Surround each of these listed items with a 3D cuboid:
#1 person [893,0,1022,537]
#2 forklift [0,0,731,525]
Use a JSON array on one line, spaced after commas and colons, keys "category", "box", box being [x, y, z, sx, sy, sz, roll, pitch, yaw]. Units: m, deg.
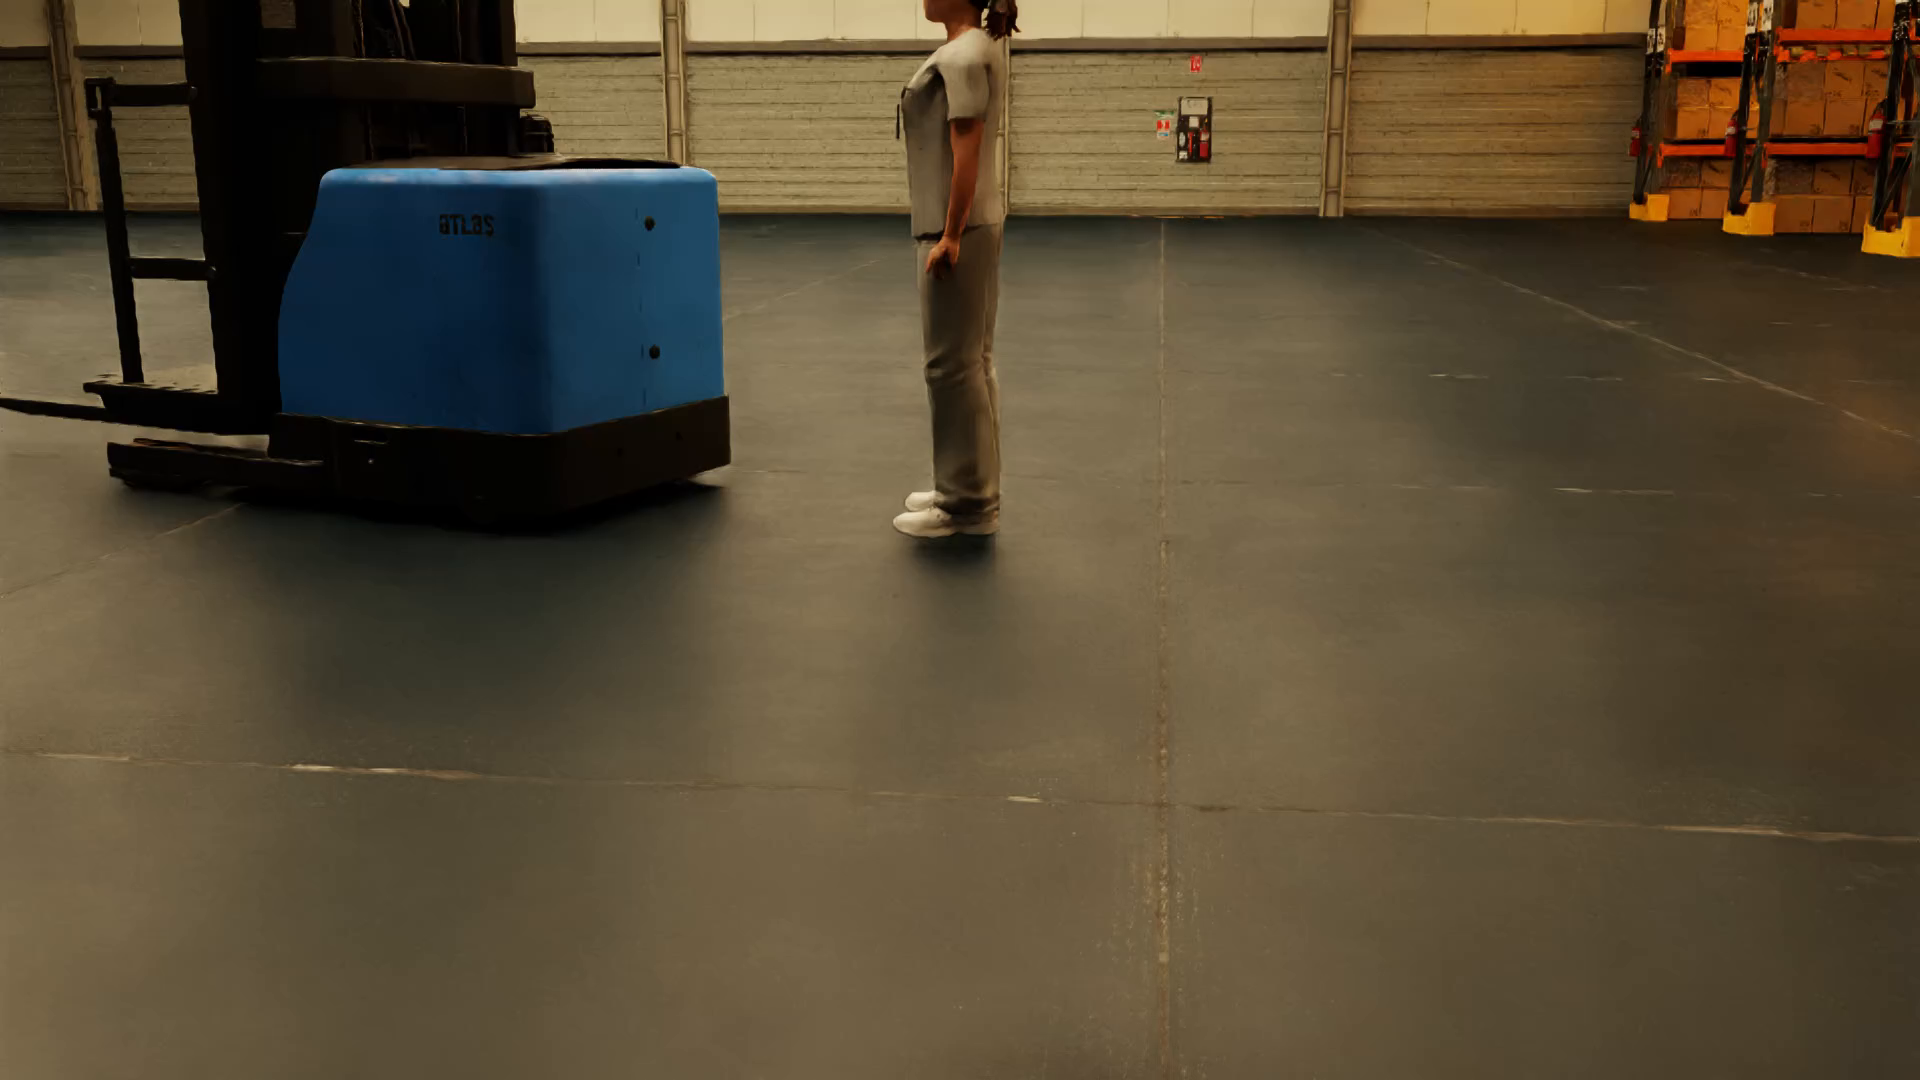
[{"category": "person", "box": [-0.009, -0.853, 4.747, 0.365, 1.672, 0.432, 2, 13, 7]}, {"category": "forklift", "box": [-2.348, -1.684, 5.713, 3.031, 2.935, 1.130, 7, 15, 26]}]
